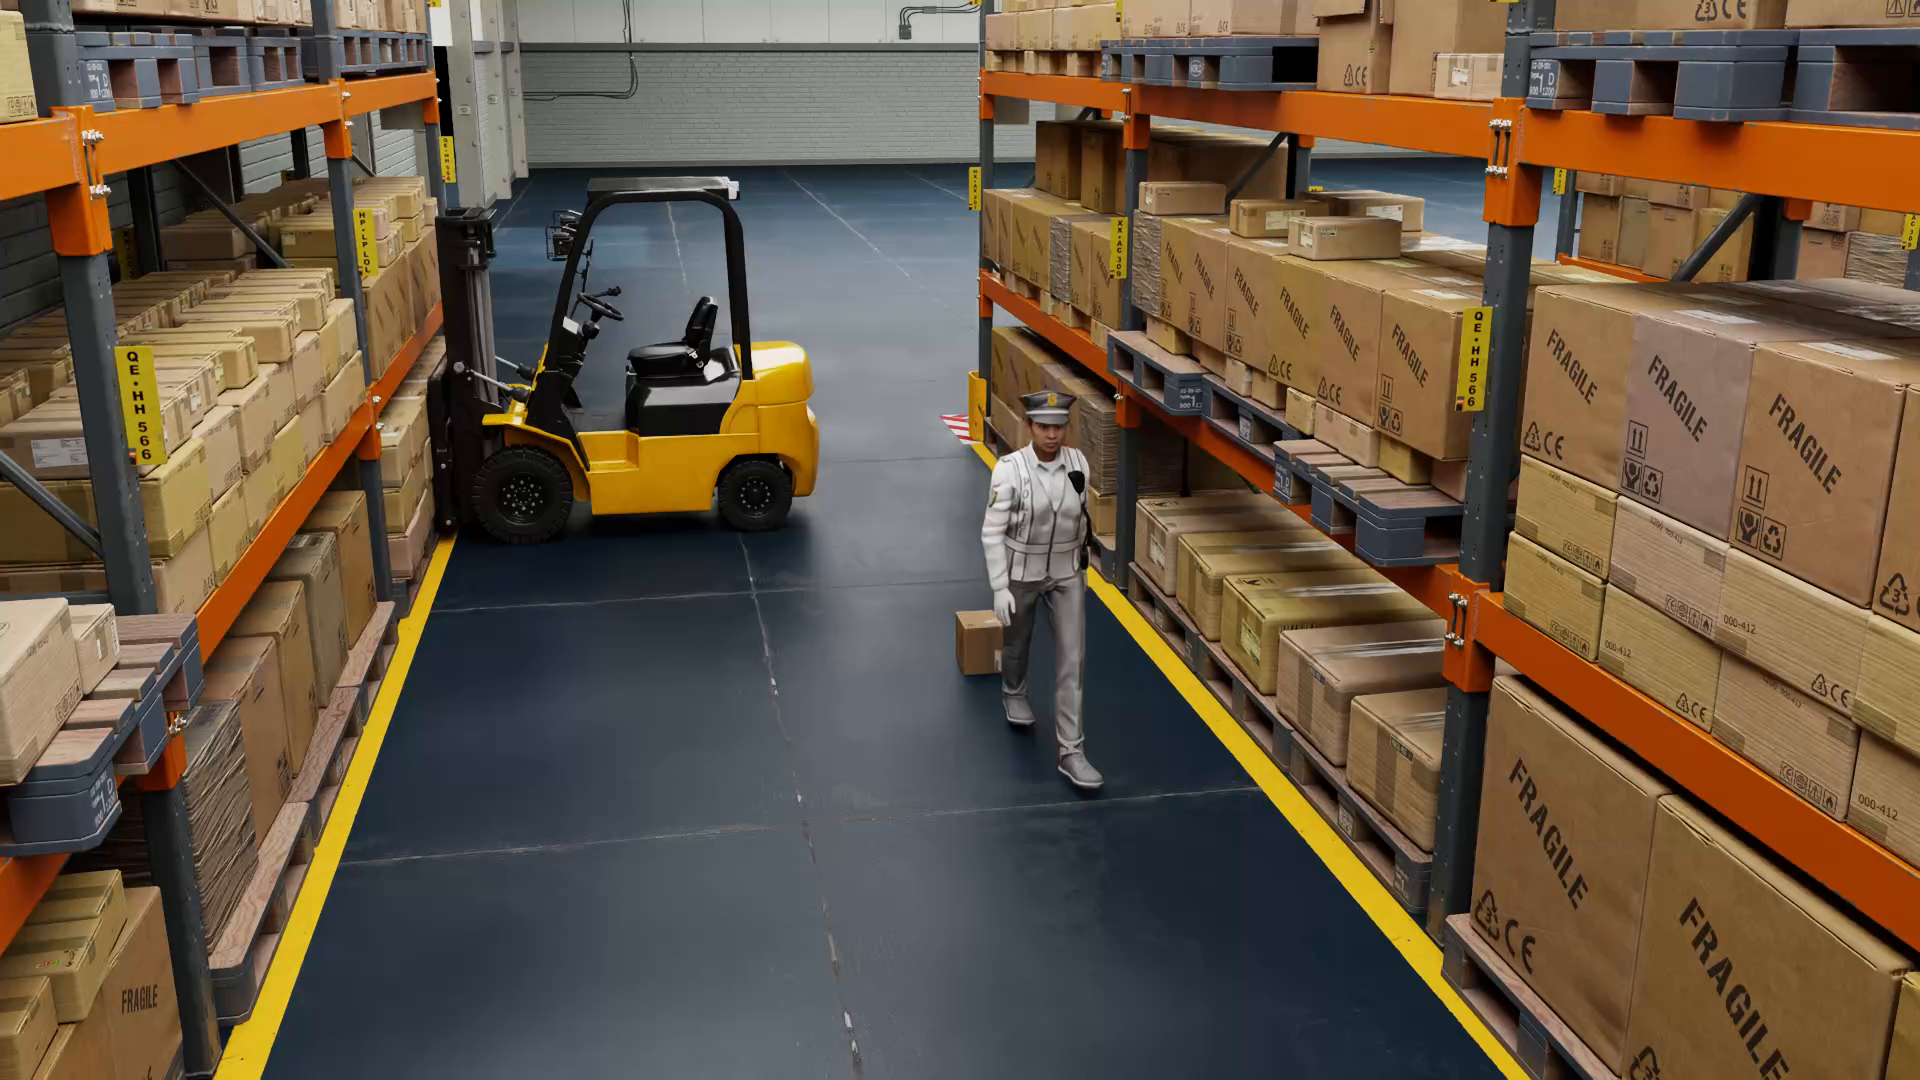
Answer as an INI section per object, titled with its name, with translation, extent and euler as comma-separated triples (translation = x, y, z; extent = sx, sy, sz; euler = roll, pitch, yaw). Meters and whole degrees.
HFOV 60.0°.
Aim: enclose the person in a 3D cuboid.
[person]
translation = 0.340, 0.141, 7.011
extent = 0.515, 1.610, 1.008
euler = -3, 17, -10
